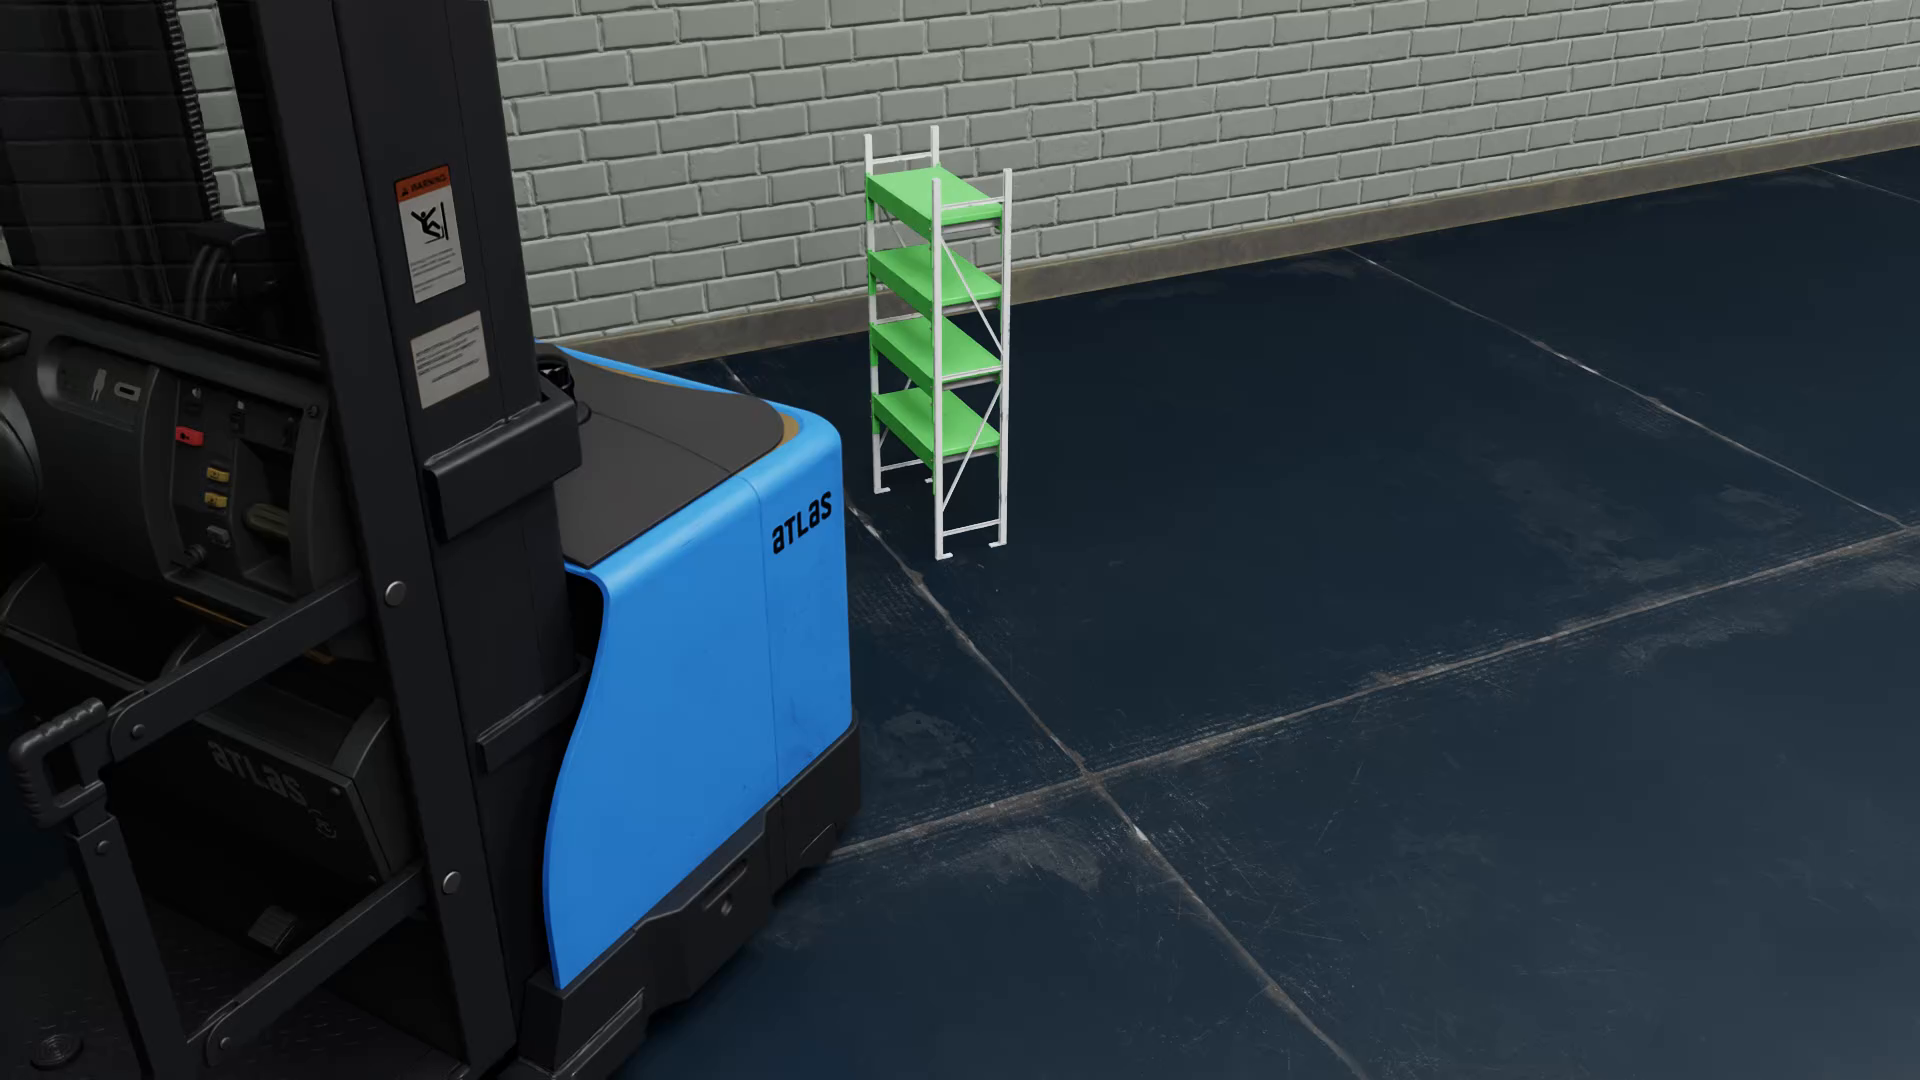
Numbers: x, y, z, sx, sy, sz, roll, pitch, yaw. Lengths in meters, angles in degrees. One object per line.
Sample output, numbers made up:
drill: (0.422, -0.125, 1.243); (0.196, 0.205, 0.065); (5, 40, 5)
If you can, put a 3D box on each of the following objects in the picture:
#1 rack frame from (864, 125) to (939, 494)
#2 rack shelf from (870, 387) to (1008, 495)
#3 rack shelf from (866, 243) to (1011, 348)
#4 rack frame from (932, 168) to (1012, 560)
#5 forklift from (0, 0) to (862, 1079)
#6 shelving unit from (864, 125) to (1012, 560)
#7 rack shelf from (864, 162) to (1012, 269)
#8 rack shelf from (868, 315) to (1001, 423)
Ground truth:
rack frame: (-0.176, -0.704, 5.279); (0.240, 1.200, 0.015); (-13, 32, -22)
rack shelf: (-0.071, -0.331, 5.236); (0.258, 0.148, 0.480); (-13, 32, -22)
rack shelf: (-0.071, -0.750, 5.001); (0.258, 0.148, 0.480); (-13, 32, -22)
rack frame: (0.034, -0.489, 4.895); (0.240, 1.200, 0.015); (-13, 32, -22)
forklift: (-1.416, -0.100, 2.431); (1.130, 2.935, 3.031); (16, 33, 26)
shelving unit: (-0.071, -0.596, 5.087); (0.258, 1.200, 0.503); (-13, 32, -22)
rack shelf: (-0.071, -0.959, 4.883); (0.258, 0.148, 0.480); (-13, 32, -22)
rack shelf: (-0.071, -0.541, 5.118); (0.258, 0.148, 0.480); (-13, 32, -22)
